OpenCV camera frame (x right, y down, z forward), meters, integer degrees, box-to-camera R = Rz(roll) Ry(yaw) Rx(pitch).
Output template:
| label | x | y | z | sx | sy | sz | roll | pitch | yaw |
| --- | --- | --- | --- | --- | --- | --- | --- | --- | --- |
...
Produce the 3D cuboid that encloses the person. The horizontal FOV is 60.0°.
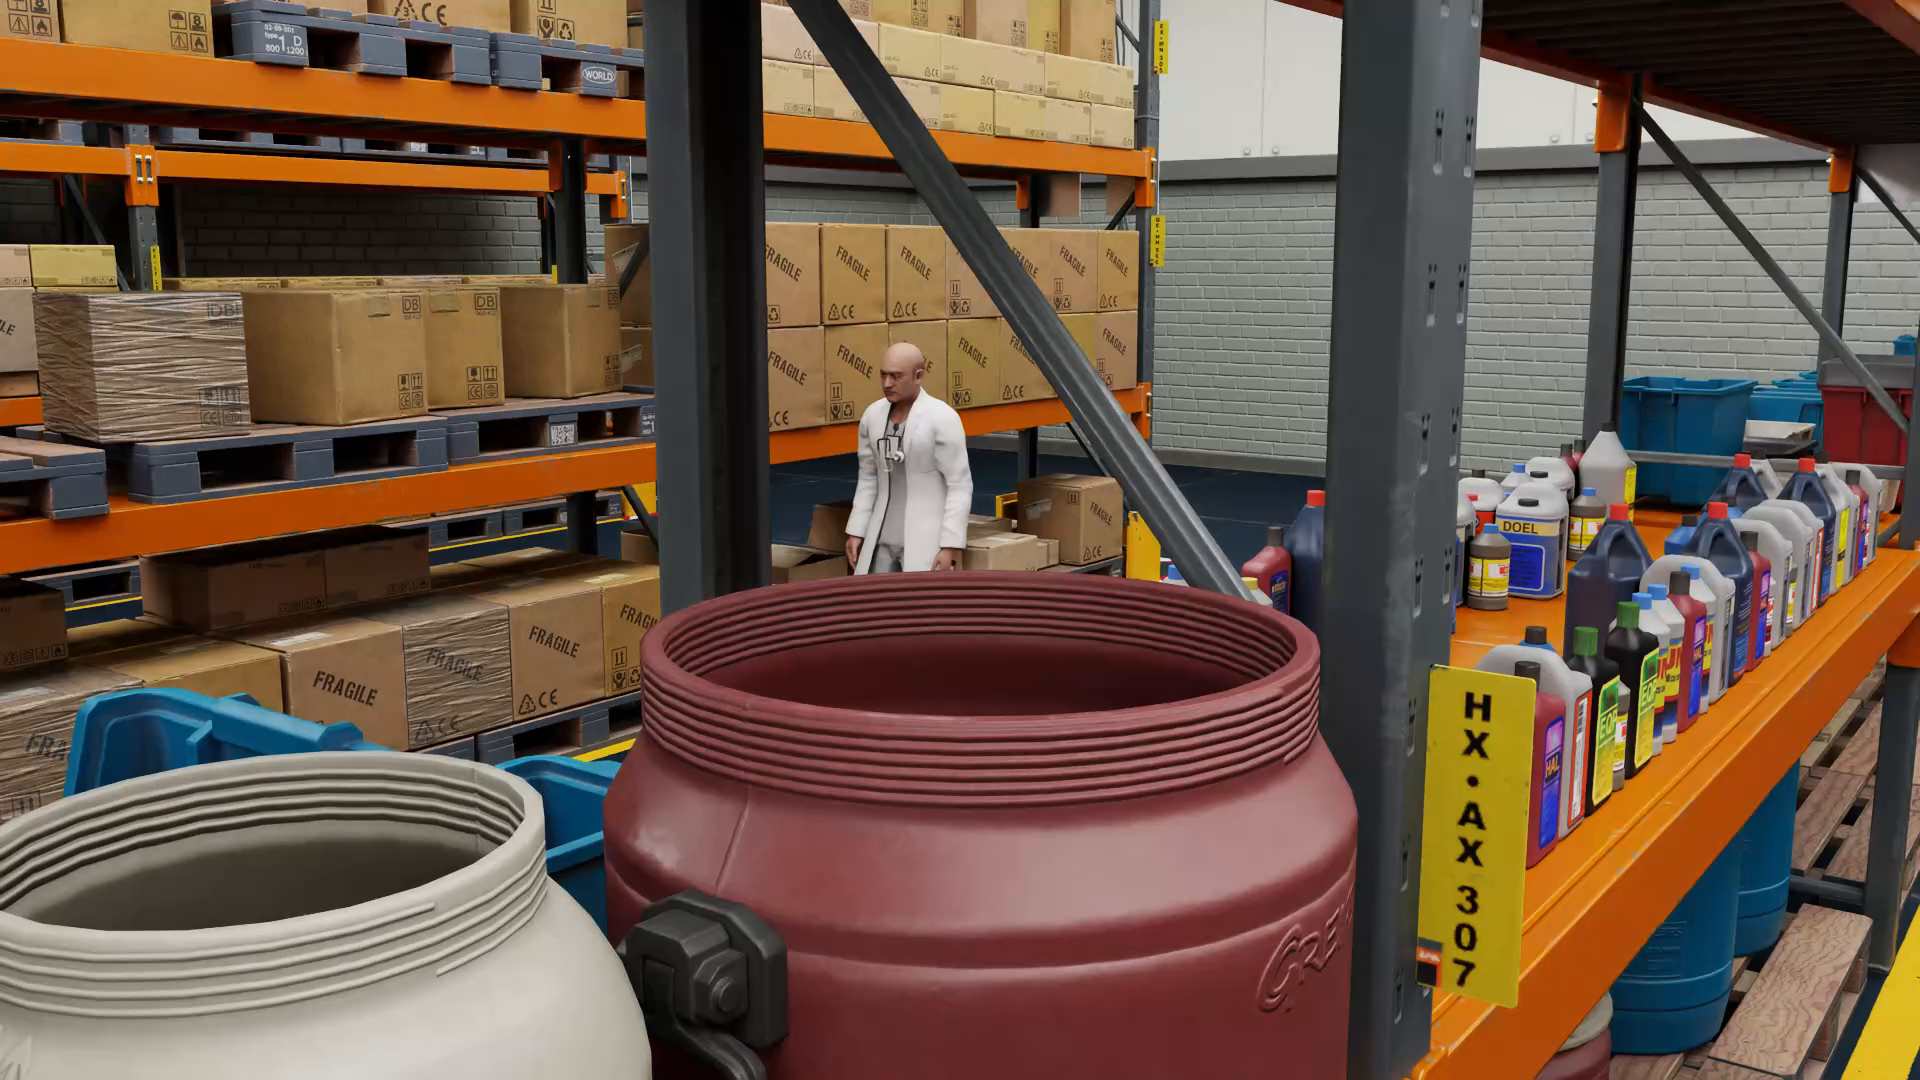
| label | x | y | z | sx | sy | sz | roll | pitch | yaw |
| --- | --- | --- | --- | --- | --- | --- | --- | --- | --- |
| person | -0.235 | 0.022 | 7.303 | 0.644 | 1.774 | 0.425 | 7 | 12 | 36 |
